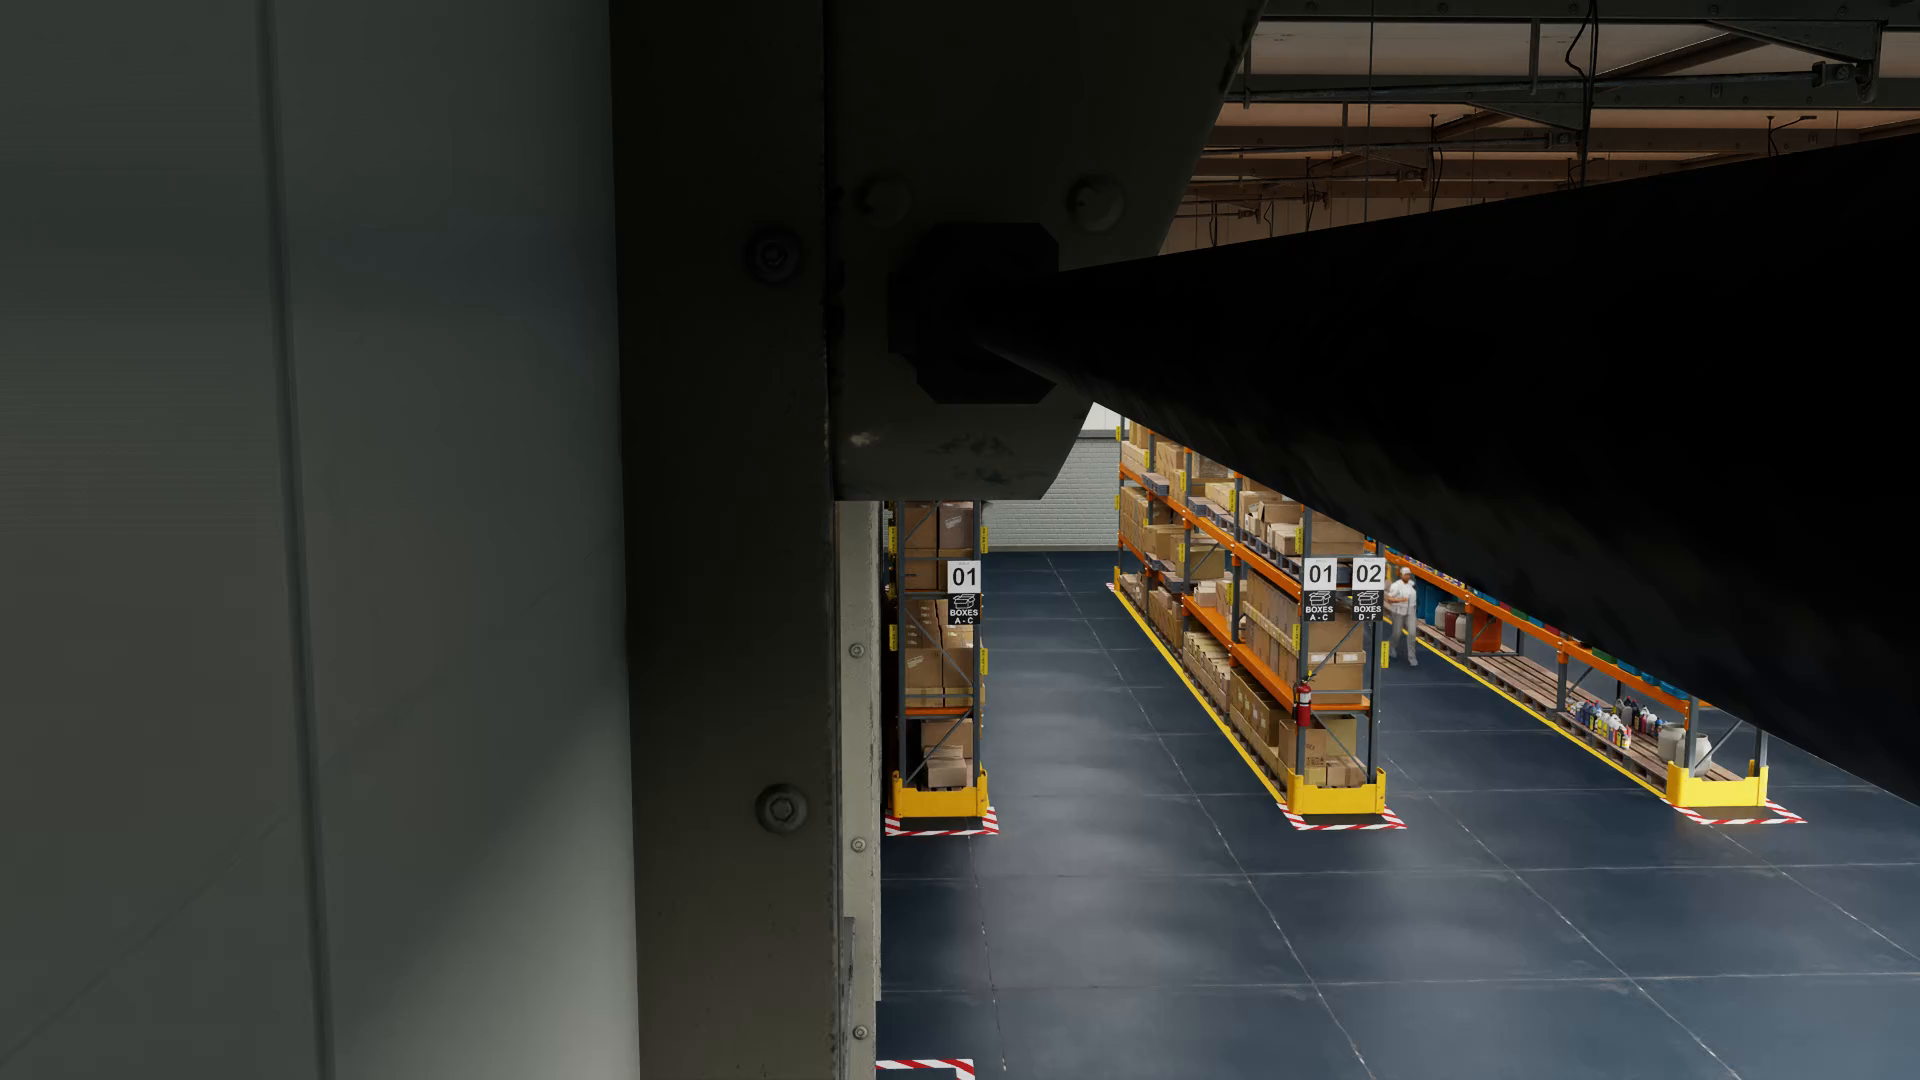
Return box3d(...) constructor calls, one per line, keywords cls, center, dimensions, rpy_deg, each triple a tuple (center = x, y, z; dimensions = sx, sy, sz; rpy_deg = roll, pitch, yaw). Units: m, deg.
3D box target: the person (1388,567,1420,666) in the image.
box3d(cls="person", center=(7.769, 1.297, 29.096), dimensions=(0.602, 1.663, 0.913), rpy_deg=(-1, 8, -6))
